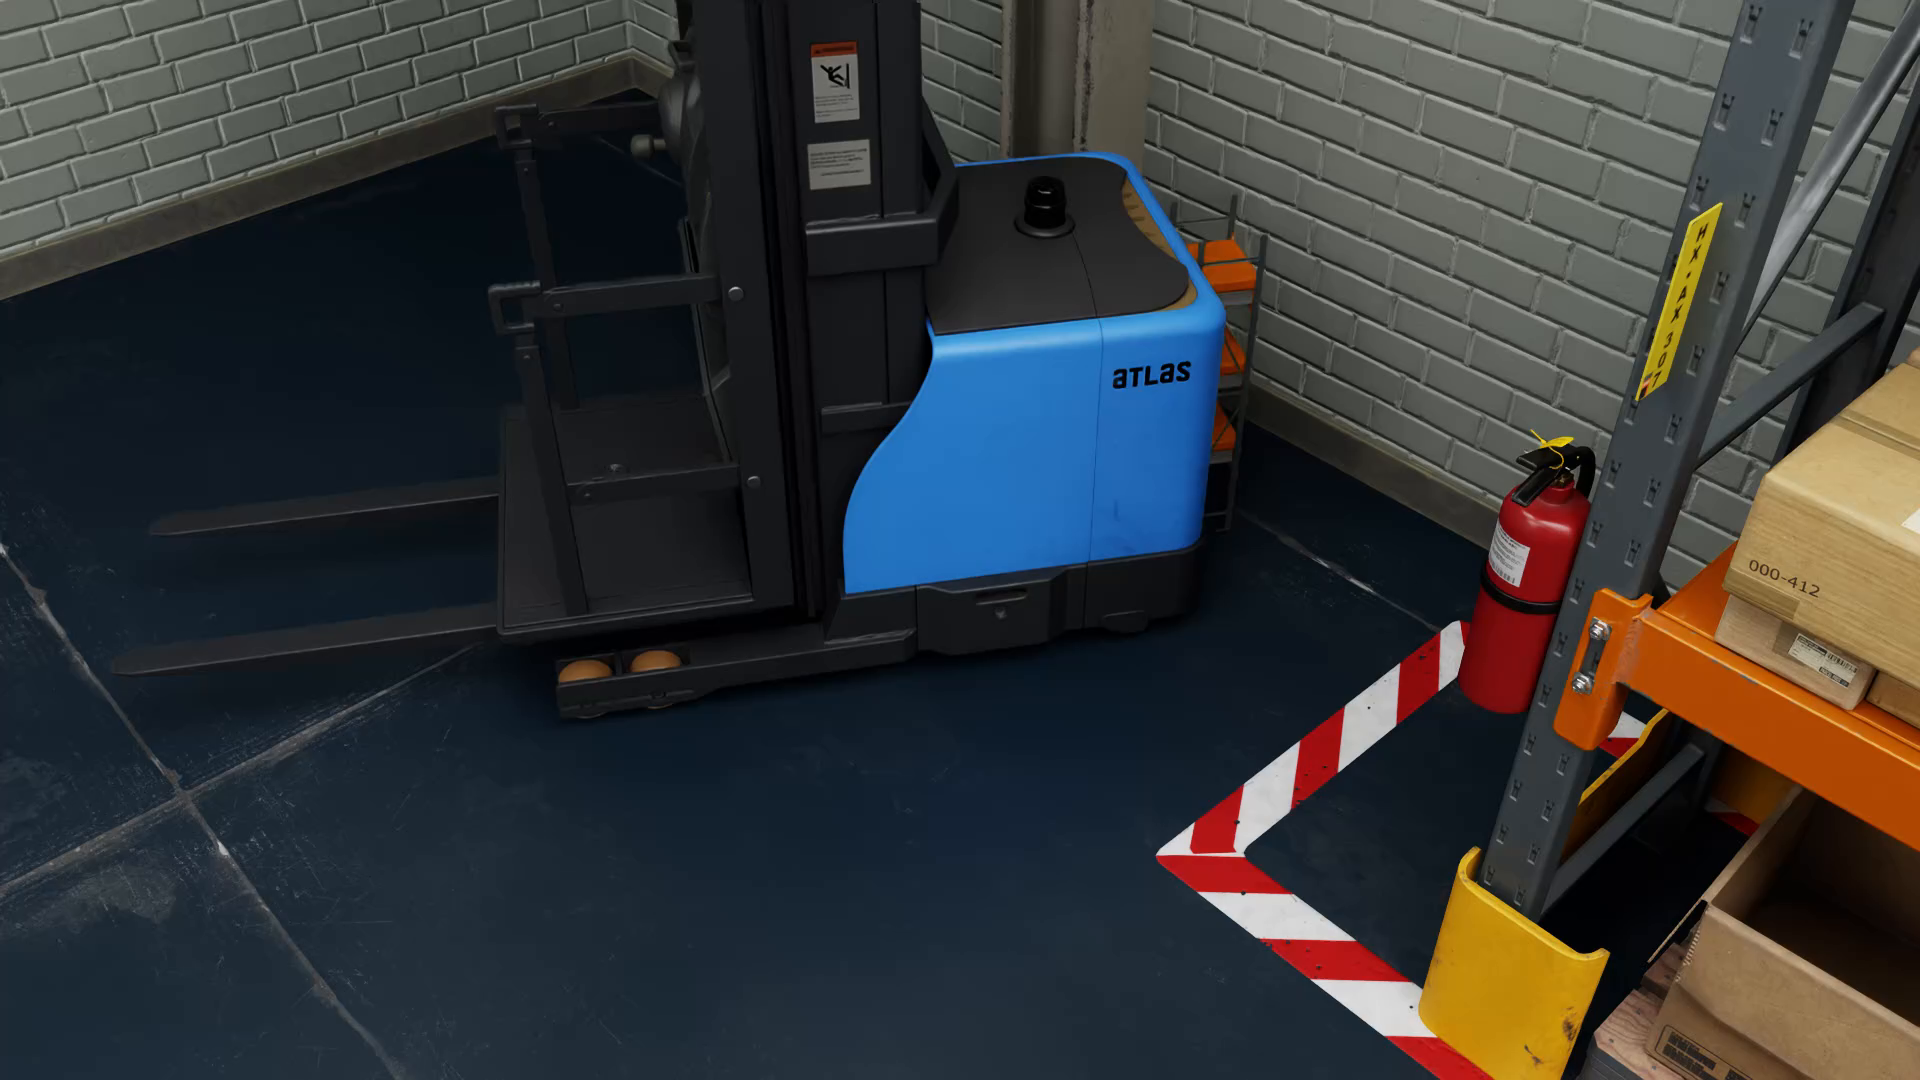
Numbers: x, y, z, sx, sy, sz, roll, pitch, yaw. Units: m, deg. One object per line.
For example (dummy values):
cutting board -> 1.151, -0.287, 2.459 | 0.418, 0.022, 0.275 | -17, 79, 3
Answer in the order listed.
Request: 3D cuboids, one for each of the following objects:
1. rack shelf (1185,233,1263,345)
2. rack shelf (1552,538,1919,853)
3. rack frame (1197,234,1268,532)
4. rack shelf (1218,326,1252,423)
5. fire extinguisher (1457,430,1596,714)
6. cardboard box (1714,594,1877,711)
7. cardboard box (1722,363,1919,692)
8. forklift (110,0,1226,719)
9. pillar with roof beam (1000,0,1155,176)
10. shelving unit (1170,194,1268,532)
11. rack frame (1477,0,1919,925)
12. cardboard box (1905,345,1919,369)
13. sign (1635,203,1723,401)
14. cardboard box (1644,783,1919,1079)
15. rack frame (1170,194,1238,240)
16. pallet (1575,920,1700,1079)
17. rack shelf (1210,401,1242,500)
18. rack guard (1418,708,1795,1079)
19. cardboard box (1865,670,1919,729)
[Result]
rack shelf -> 0.733, -0.716, 4.866 | 0.215, 0.259, 0.240 | -8, 40, -10
rack shelf -> 2.891, 0.938, 2.273 | 1.077, 0.370, 4.000 | -30, 48, -32
rack frame -> 0.760, -0.429, 4.945 | 0.200, 1.050, 0.008 | -8, 40, -10
rack shelf -> 0.733, -0.495, 5.044 | 0.215, 0.259, 0.240 | -8, 40, -10
fire extinguisher -> 1.099, 0.036, 3.176 | 0.296, 0.674, 0.183 | -30, 48, -32
cardboard box -> 1.559, 0.099, 2.940 | 0.380, 0.149, 0.250 | -30, 48, -32
cardboard box -> 1.647, 0.000, 2.745 | 0.500, 0.250, 0.500 | -30, 47, -32
forklift -> -0.861, -1.006, 4.163 | 3.031, 2.935, 1.130 | -7, 40, -9
pillar with roof beam -> -2.792, -2.402, 1.063 | 9.100, 9.000, 0.400 | -30, 48, -32
shelving unit -> 0.733, -0.503, 5.038 | 0.215, 1.050, 0.252 | -8, 40, -10
rack frame -> 1.539, -0.267, 3.193 | 1.000, 3.000, 0.127 | -30, 48, -32
cardboard box -> 2.045, -0.224, 3.023 | 0.500, 0.250, 0.500 | -29, 47, -31
sign -> 1.139, -0.373, 2.636 | 0.100, 0.325, 0.005 | -30, 48, -32
cardboard box -> 1.883, 0.864, 3.445 | 0.797, 0.503, 0.637 | -32, 49, -33
rack frame -> 0.707, -0.578, 5.130 | 0.200, 1.050, 0.008 | -8, 40, -10
pallet -> 2.130, 1.222, 3.570 | 1.003, 0.211, 1.213 | -30, 48, -32
rack shelf -> 0.733, -0.279, 5.219 | 0.215, 0.259, 0.240 | -8, 40, -10
rack guard -> 1.590, 0.741, 3.935 | 1.175, 0.500, 0.348 | -30, 48, -32
cardboard box -> 1.765, 0.197, 2.818 | 0.380, 0.149, 0.250 | -29, 47, -31
